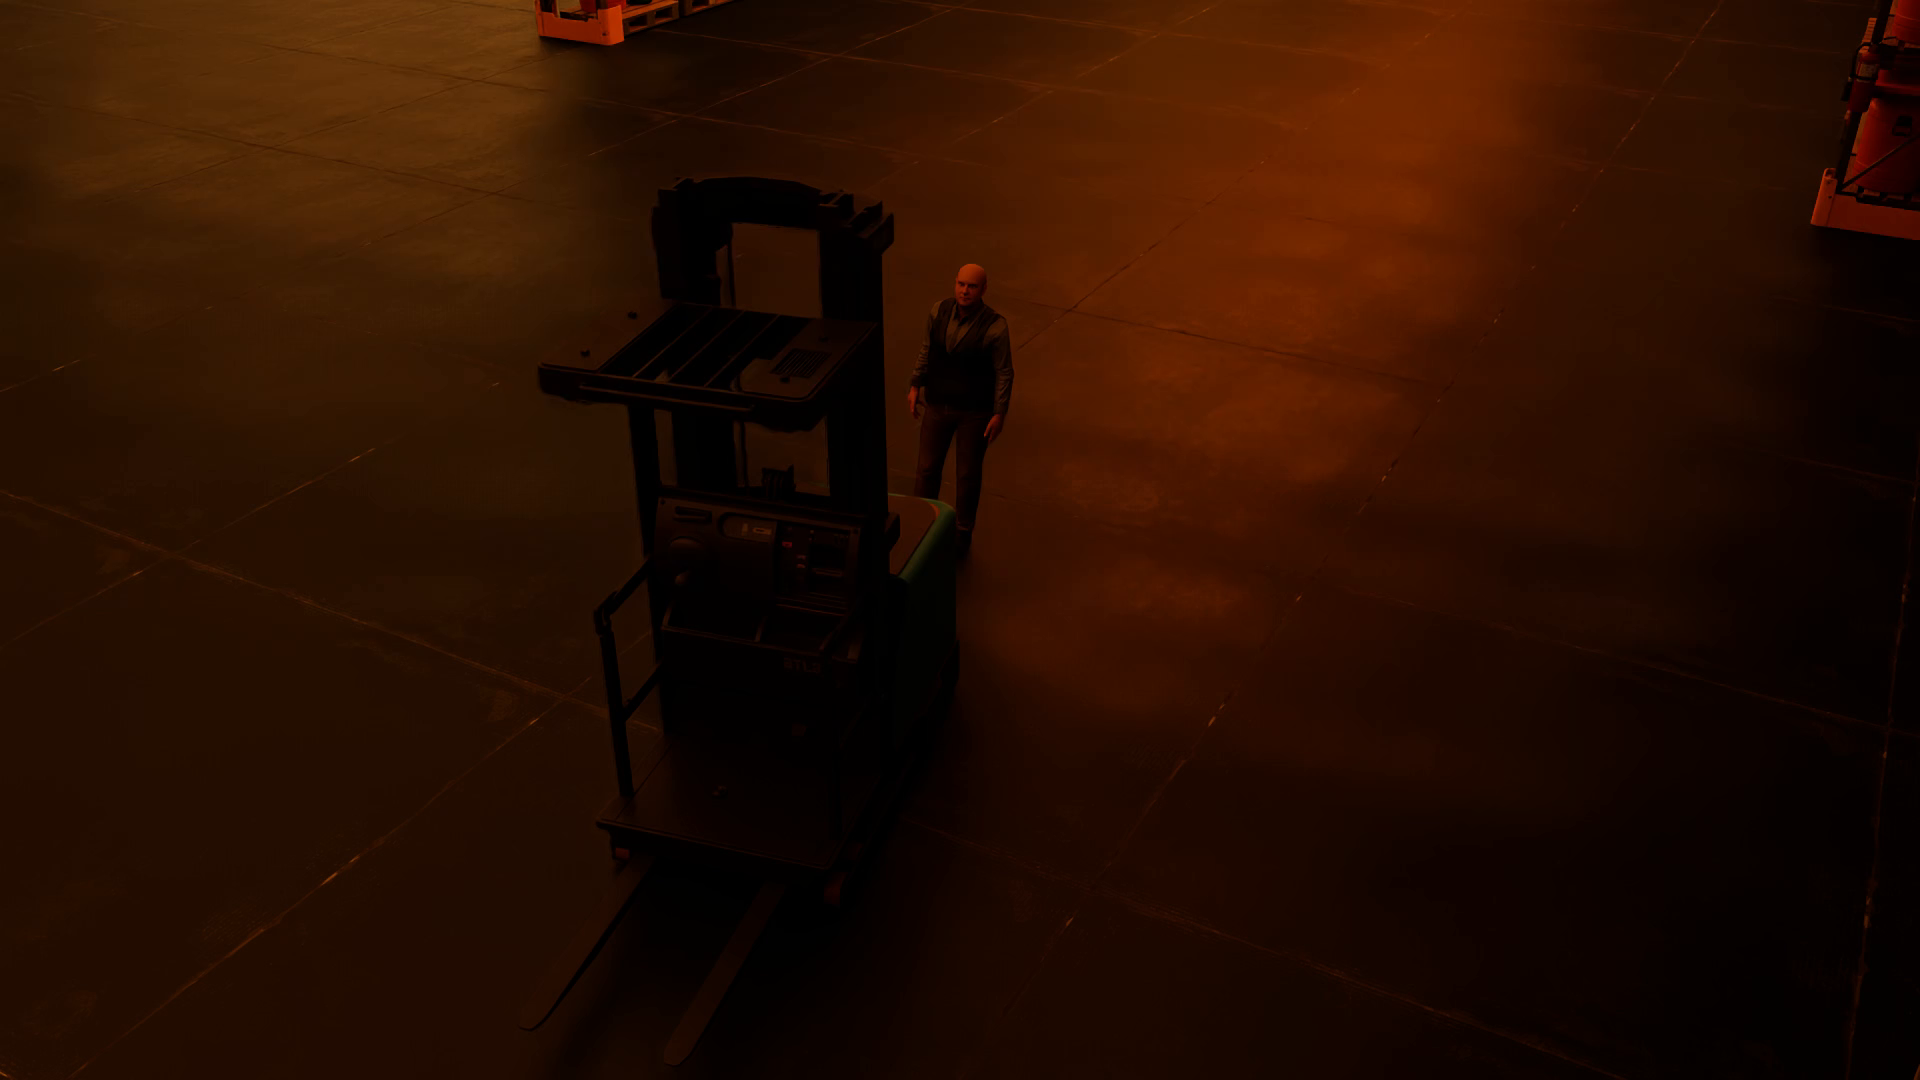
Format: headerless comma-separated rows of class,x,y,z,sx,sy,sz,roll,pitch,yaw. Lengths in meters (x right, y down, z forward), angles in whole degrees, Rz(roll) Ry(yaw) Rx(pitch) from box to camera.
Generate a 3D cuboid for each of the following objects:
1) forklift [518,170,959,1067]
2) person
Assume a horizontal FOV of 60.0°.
forklift,-0.923,0.106,6.888,1.130,2.935,3.031,9,31,15
person,-0.037,-0.726,9.524,0.634,1.722,0.566,15,33,25
